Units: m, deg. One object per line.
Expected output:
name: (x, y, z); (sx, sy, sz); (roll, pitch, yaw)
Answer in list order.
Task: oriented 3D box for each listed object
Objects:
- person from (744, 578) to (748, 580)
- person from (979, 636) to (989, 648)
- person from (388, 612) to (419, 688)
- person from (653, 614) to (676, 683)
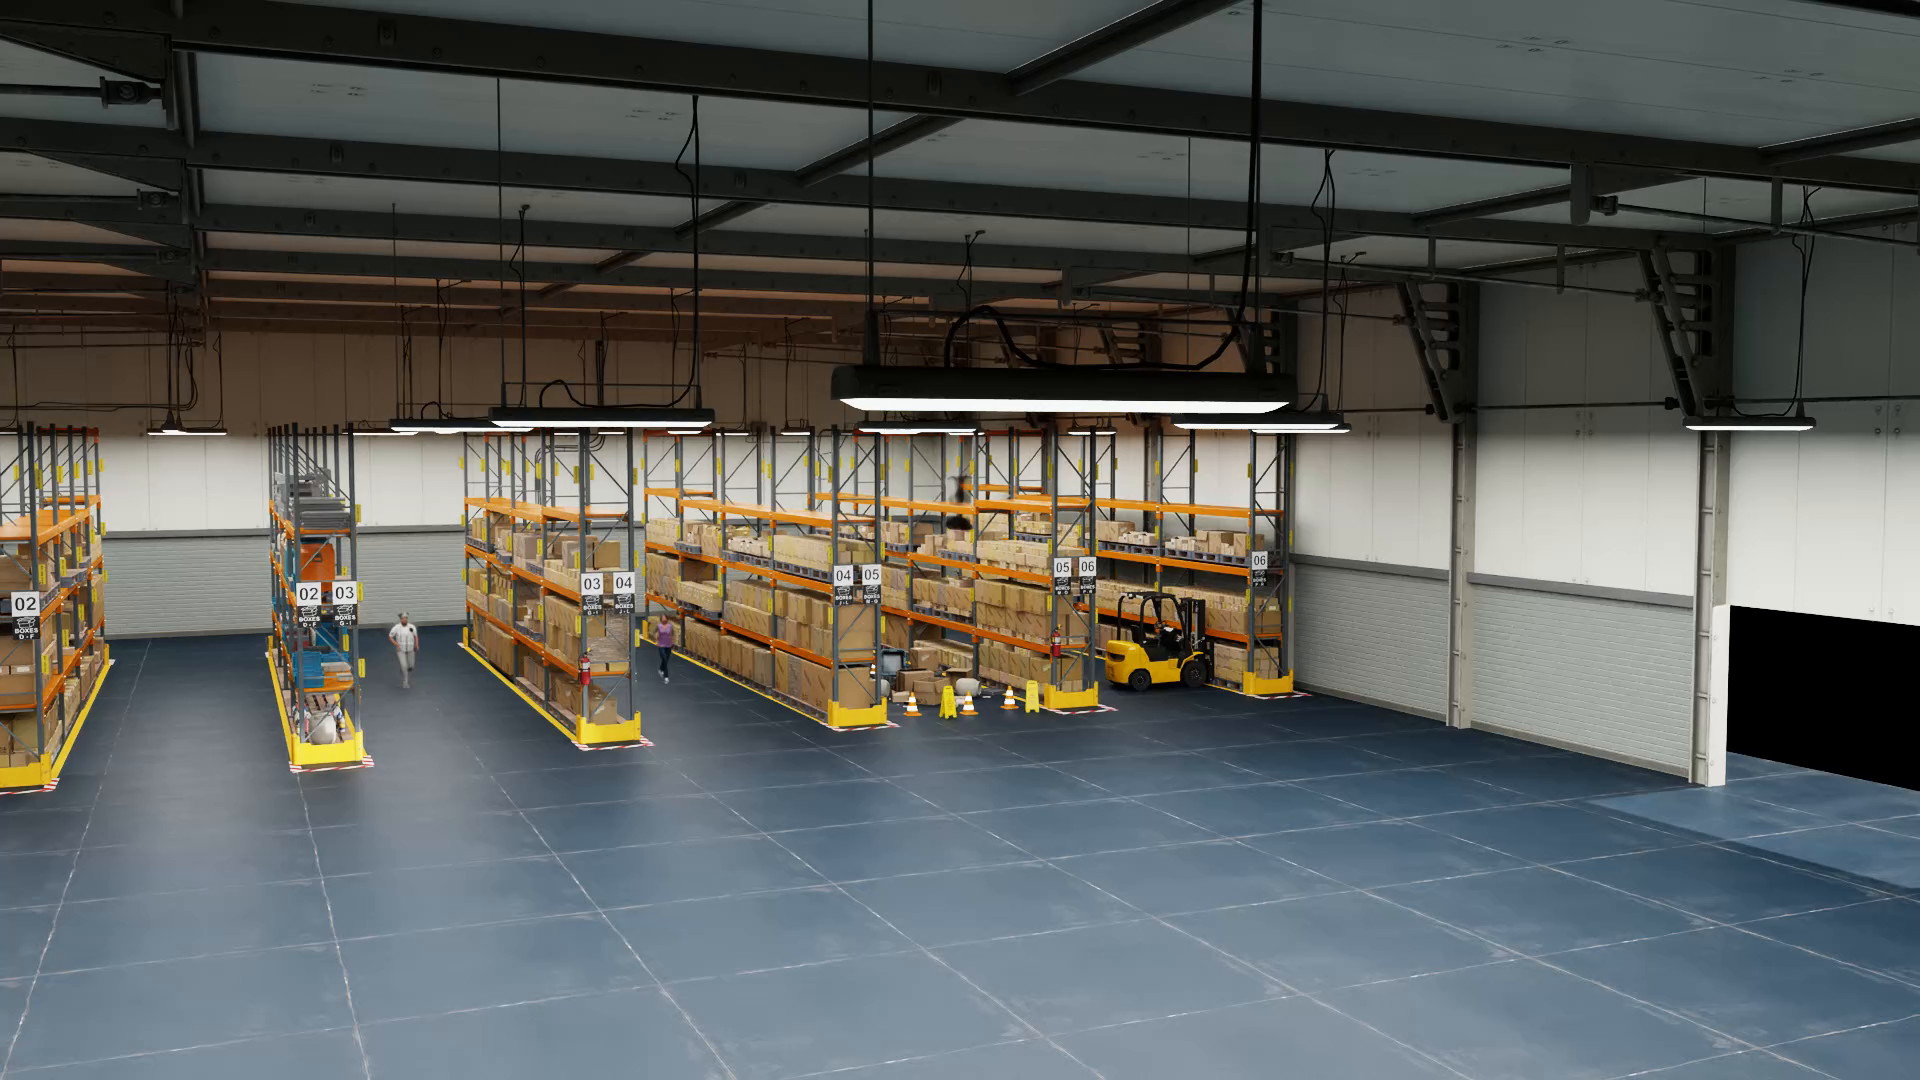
person: (-6.109, 1.953, 47.512); (0.712, 1.733, 0.690); (3, 5, 44)
person: (0.589, 2.234, 43.680); (0.672, 1.738, 0.813); (-2, 4, -32)
person: (-12.823, 2.522, 38.355); (0.664, 1.749, 0.632); (-2, 4, -32)
person: (-6.955, 2.528, 39.208); (0.525, 1.611, 0.820); (-2, 4, -23)
